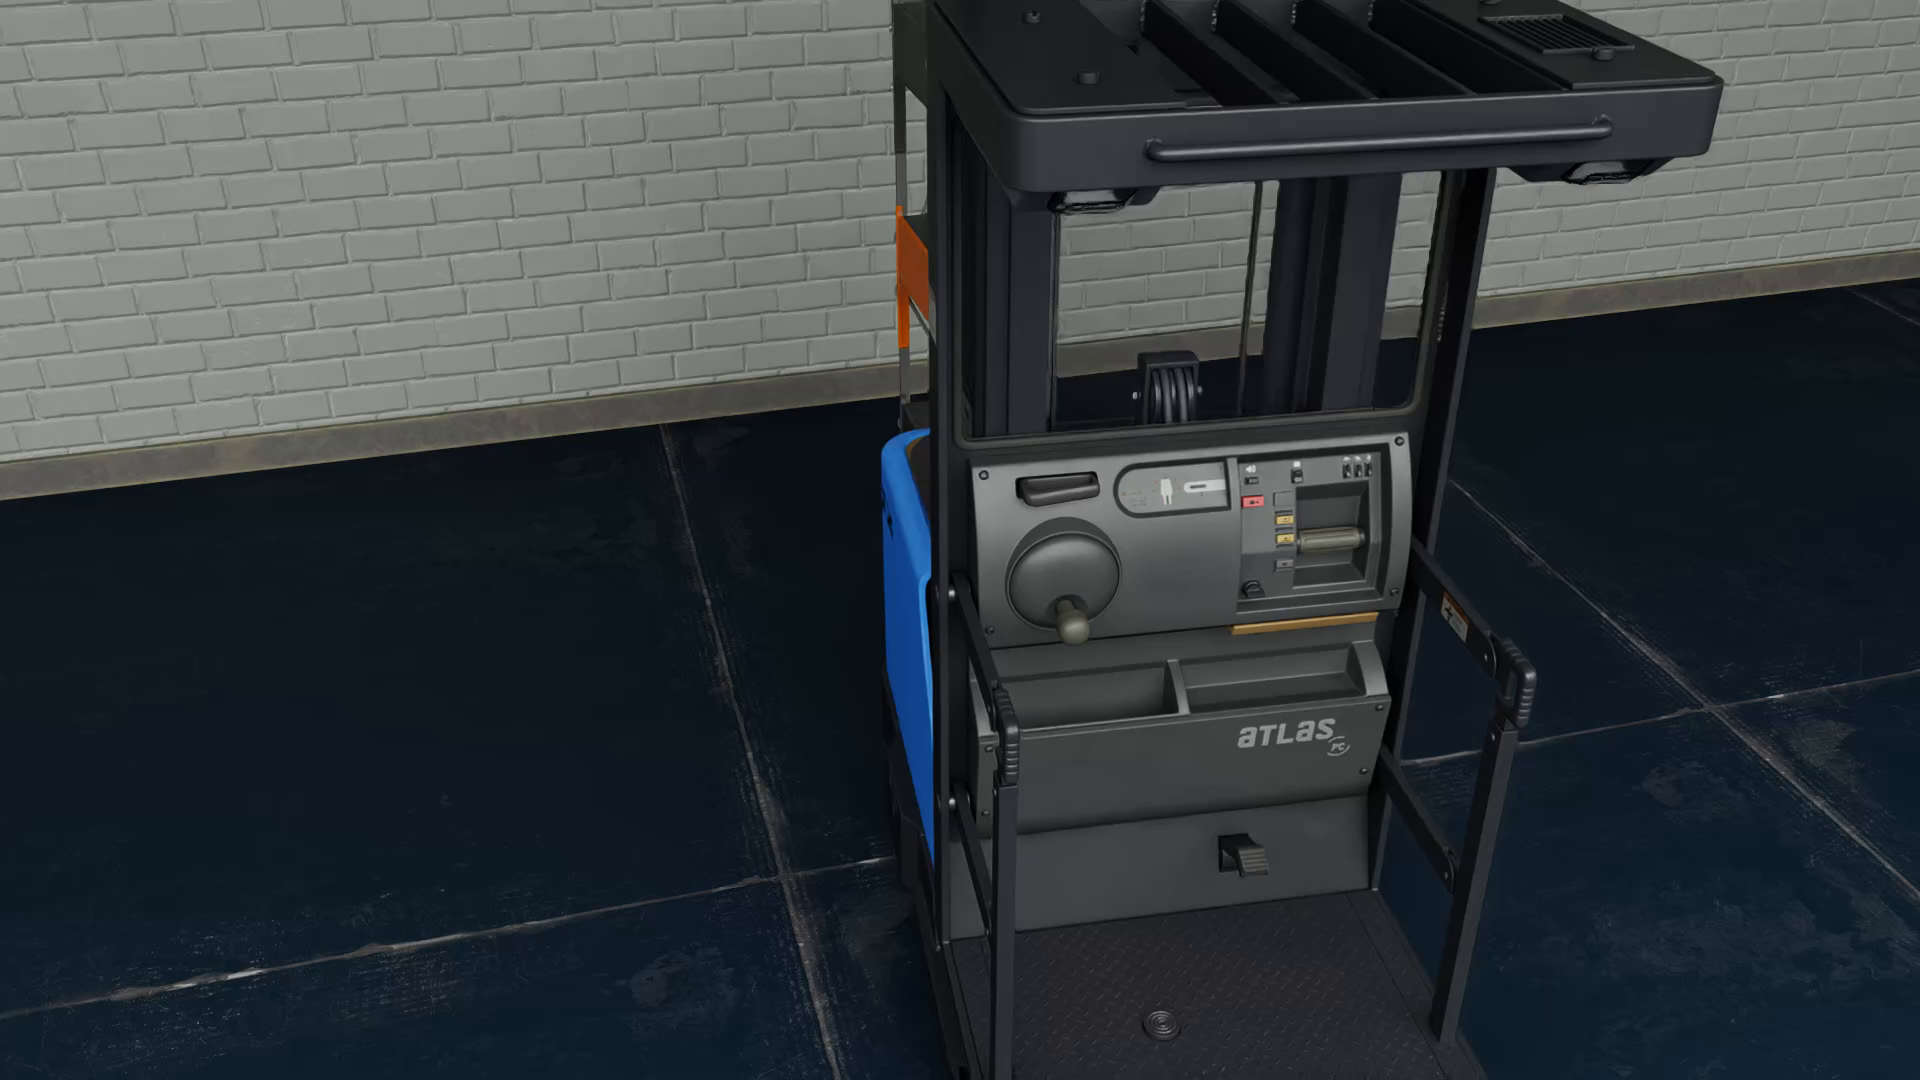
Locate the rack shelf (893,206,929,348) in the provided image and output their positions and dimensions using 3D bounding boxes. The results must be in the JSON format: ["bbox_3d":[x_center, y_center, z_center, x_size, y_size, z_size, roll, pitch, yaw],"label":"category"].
[{"bbox_3d":[0.044,-0.817,5.593,0.431,0.518,0.480,-8,31,-13],"label":"rack shelf"}]

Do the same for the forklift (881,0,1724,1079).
[{"bbox_3d":[0.525,0.040,3.255,1.130,2.935,3.031,-5,30,-9],"label":"forklift"}]

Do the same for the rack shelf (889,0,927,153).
[{"bbox_3d":[0.044,-1.423,5.242,0.431,0.518,0.480,-8,31,-13],"label":"rack shelf"}]

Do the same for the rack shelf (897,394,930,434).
[{"bbox_3d":[0.044,-0.211,5.943,0.431,0.518,0.480,-8,31,-13],"label":"rack shelf"}]

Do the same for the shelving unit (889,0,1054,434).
[{"bbox_3d":[0.044,-0.829,5.586,0.431,2.100,0.503,-8,31,-13],"label":"shelving unit"}]

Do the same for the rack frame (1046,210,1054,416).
[{"bbox_3d":[0.109,-0.711,5.382,0.400,2.100,0.015,-8,31,-13],"label":"rack frame"}]

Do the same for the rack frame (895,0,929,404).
[{"bbox_3d":[-0.021,-0.947,5.789,0.400,2.100,0.015,-8,31,-13],"label":"rack frame"}]
